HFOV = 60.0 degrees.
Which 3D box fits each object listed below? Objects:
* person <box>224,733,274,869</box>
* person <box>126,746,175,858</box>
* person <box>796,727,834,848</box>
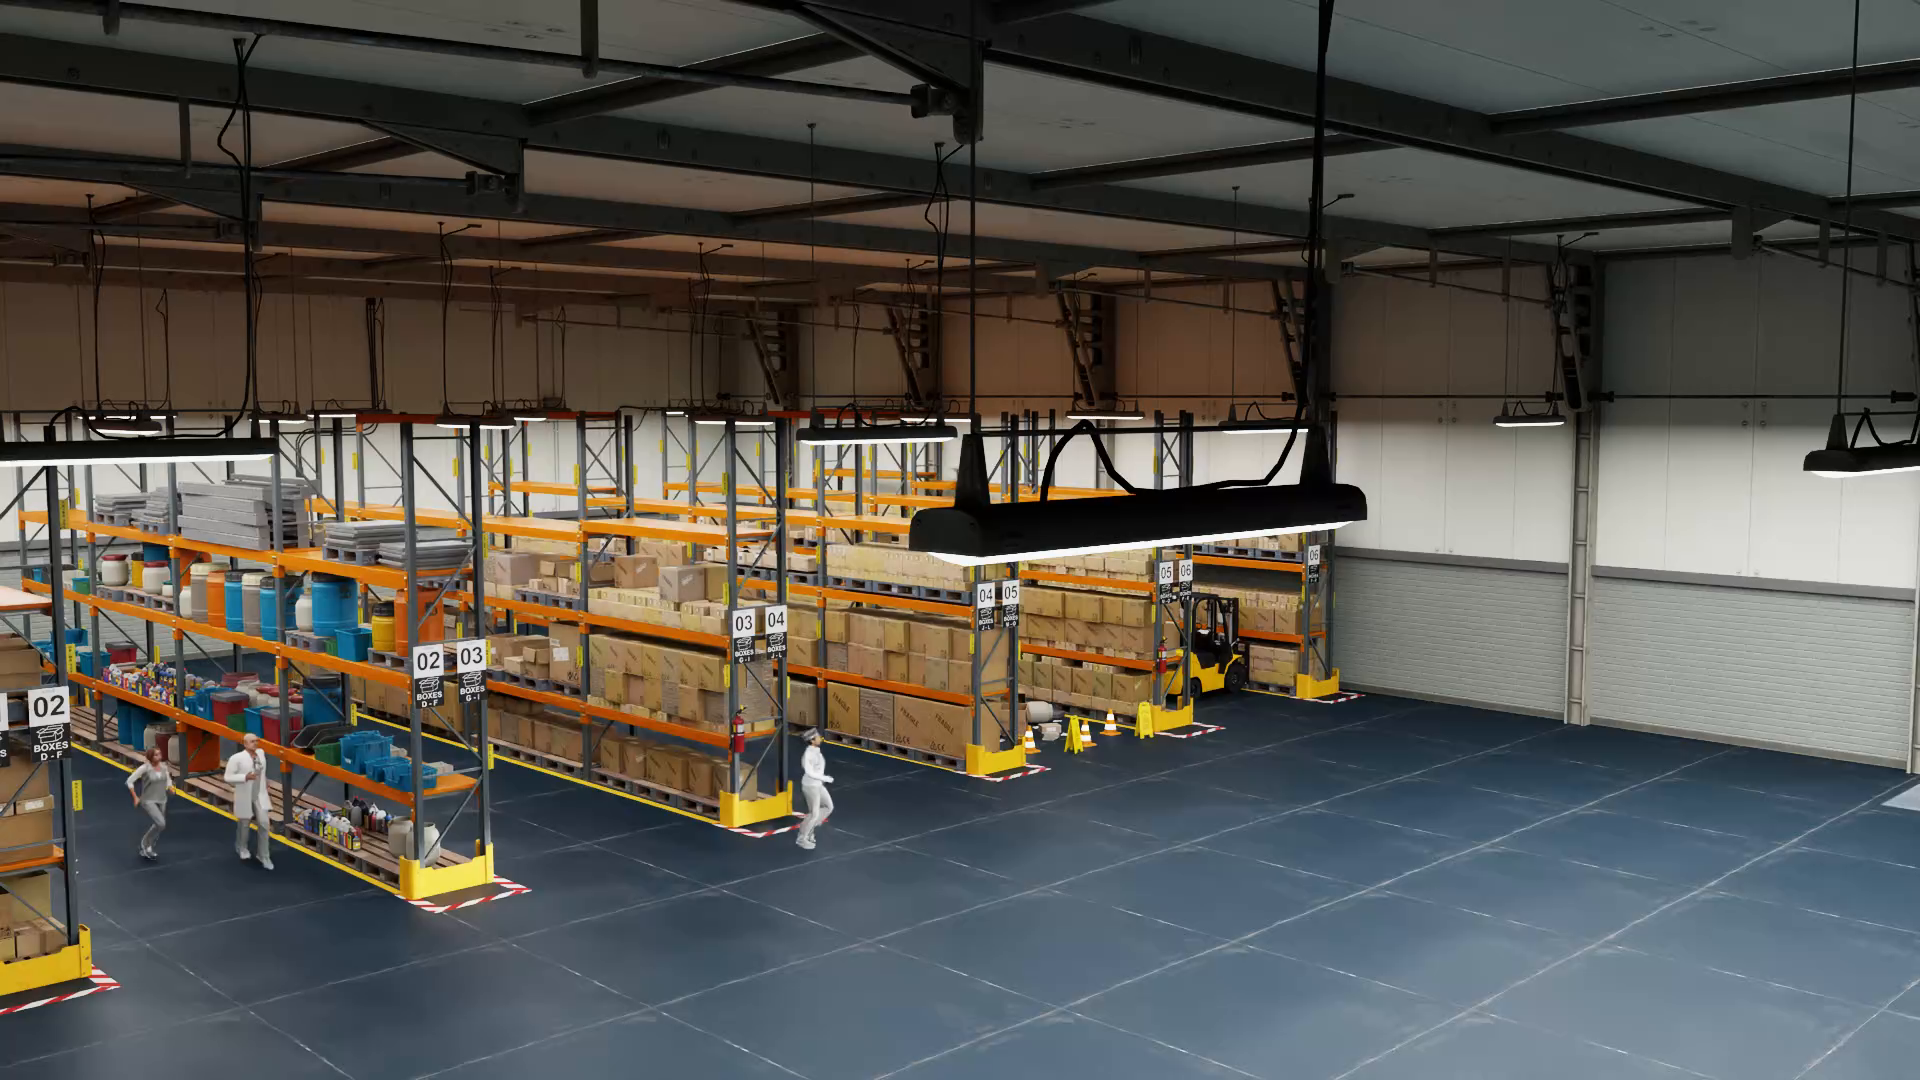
[{"bbox_3d":[-9.587,3.514,22.387,0.861,1.855,0.668,5,7,42],"label":"person"},{"bbox_3d":[-10.946,3.578,22.597,0.690,1.553,0.506,2,5,25],"label":"person"},{"bbox_3d":[-2.032,3.468,23.437,0.545,1.670,0.627,0,5,3],"label":"person"}]
